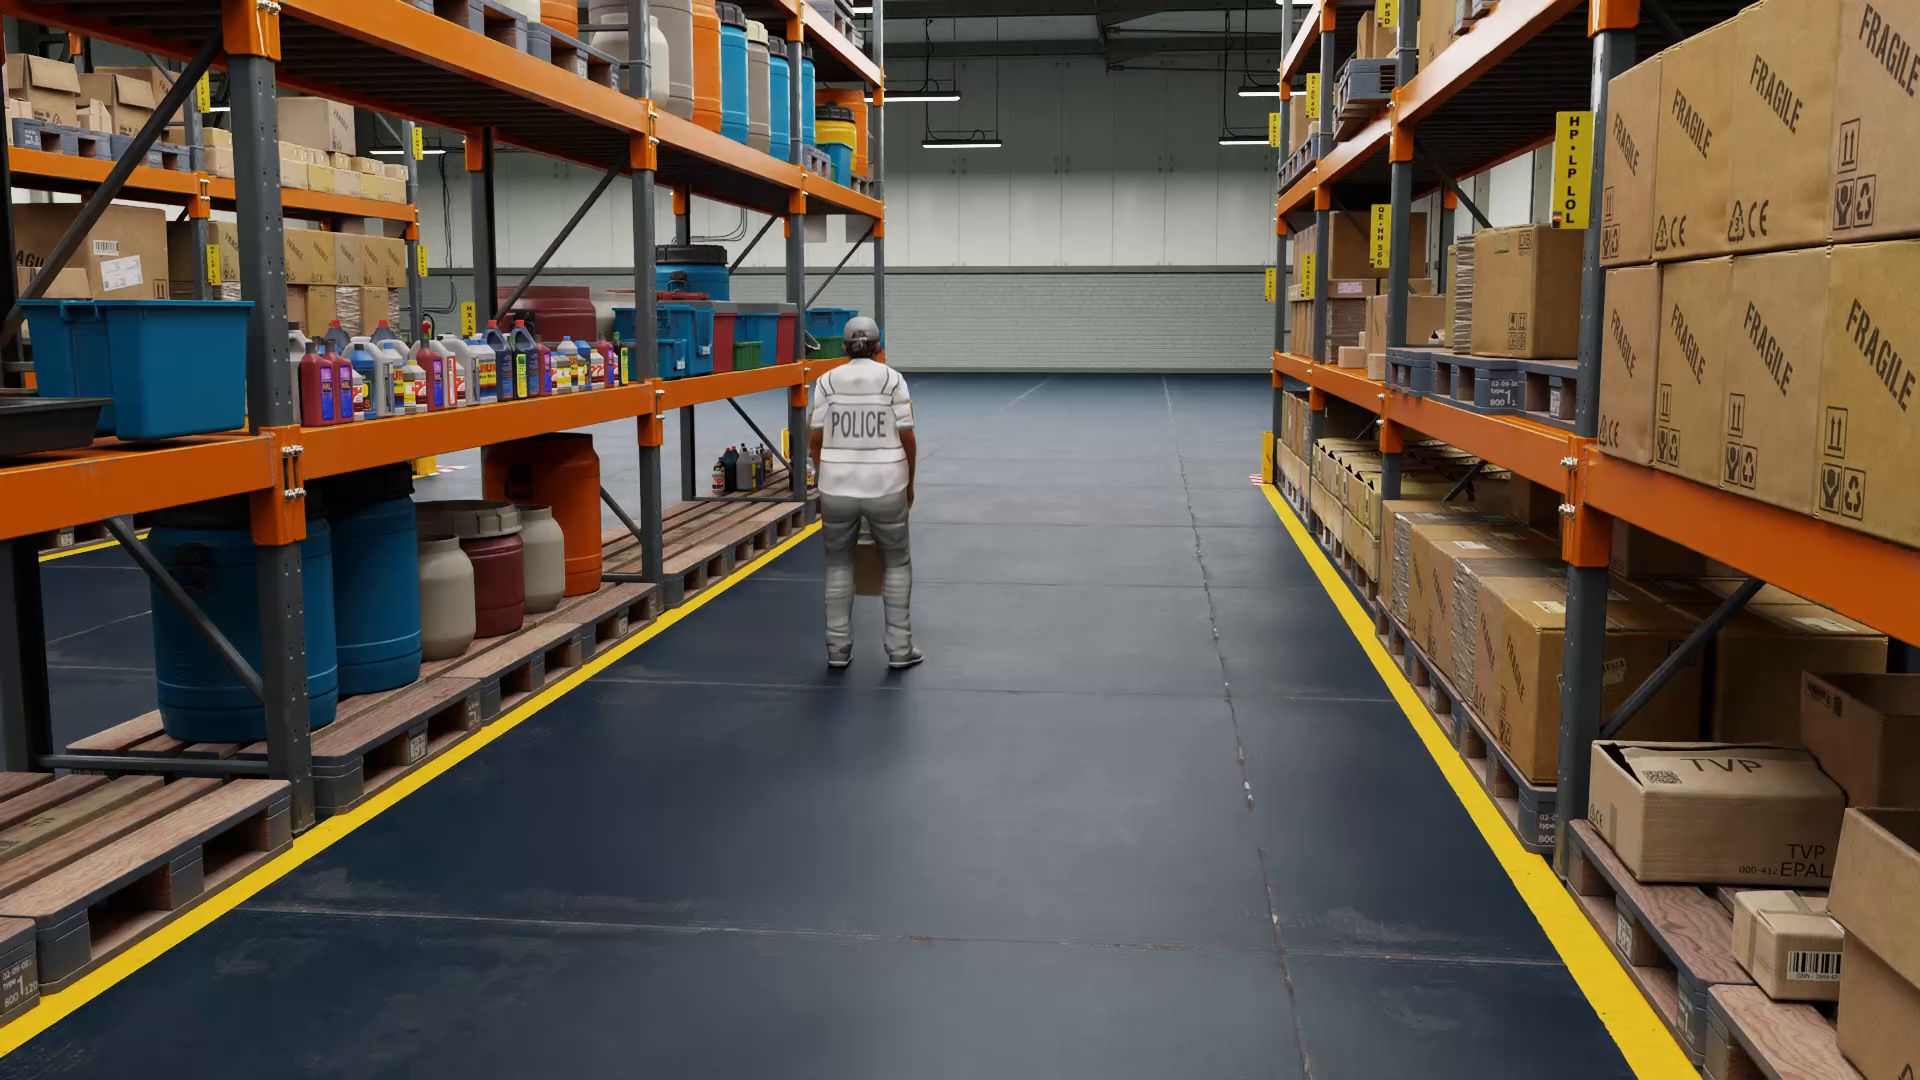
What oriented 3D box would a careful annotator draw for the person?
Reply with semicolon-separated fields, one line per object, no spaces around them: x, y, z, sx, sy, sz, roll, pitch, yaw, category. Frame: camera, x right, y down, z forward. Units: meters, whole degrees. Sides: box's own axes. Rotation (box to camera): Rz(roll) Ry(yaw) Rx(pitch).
-0.447;-0.225;7.923;0.528;1.669;0.443;1;8;5;person
